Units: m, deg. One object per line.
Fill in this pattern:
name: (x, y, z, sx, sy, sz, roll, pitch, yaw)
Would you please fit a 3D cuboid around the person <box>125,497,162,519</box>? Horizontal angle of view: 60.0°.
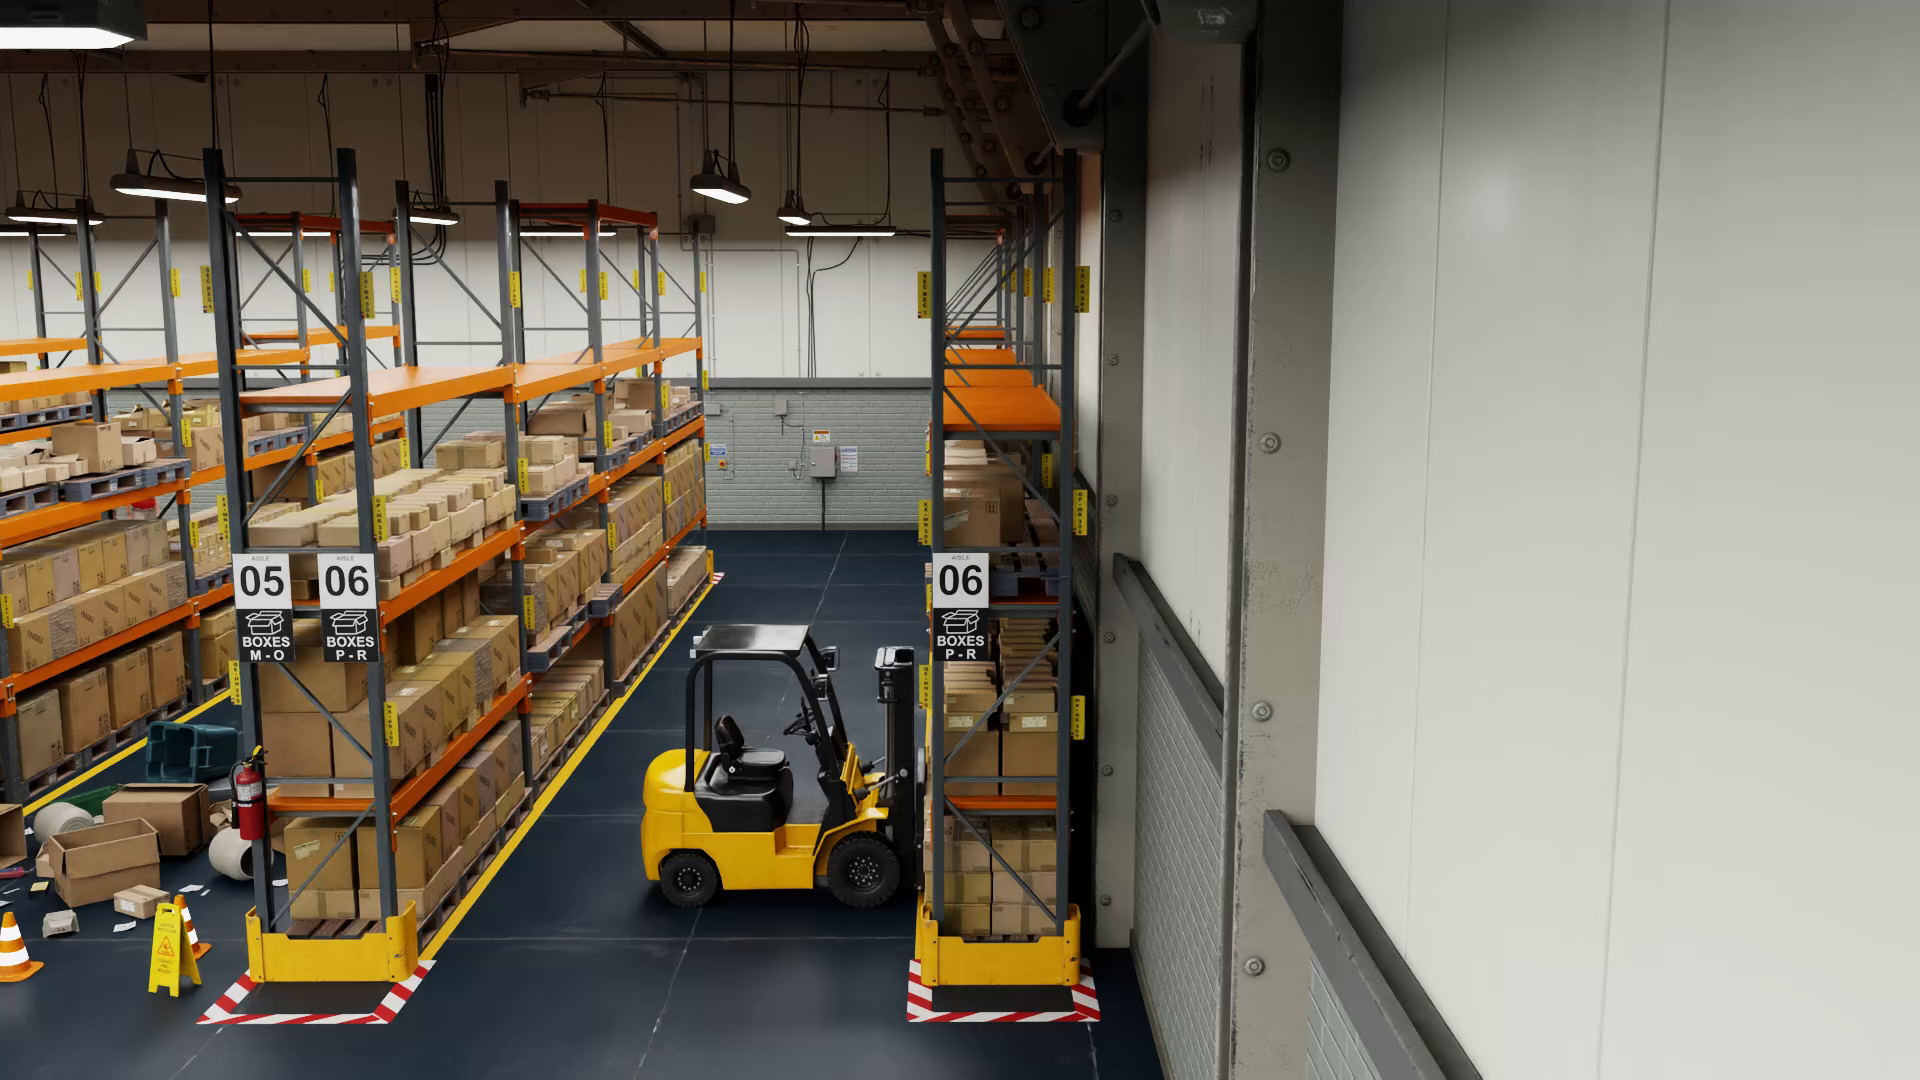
person: (-14.503, -0.411, 29.591, 0.444, 1.753, 0.562, 6, 11, 35)
